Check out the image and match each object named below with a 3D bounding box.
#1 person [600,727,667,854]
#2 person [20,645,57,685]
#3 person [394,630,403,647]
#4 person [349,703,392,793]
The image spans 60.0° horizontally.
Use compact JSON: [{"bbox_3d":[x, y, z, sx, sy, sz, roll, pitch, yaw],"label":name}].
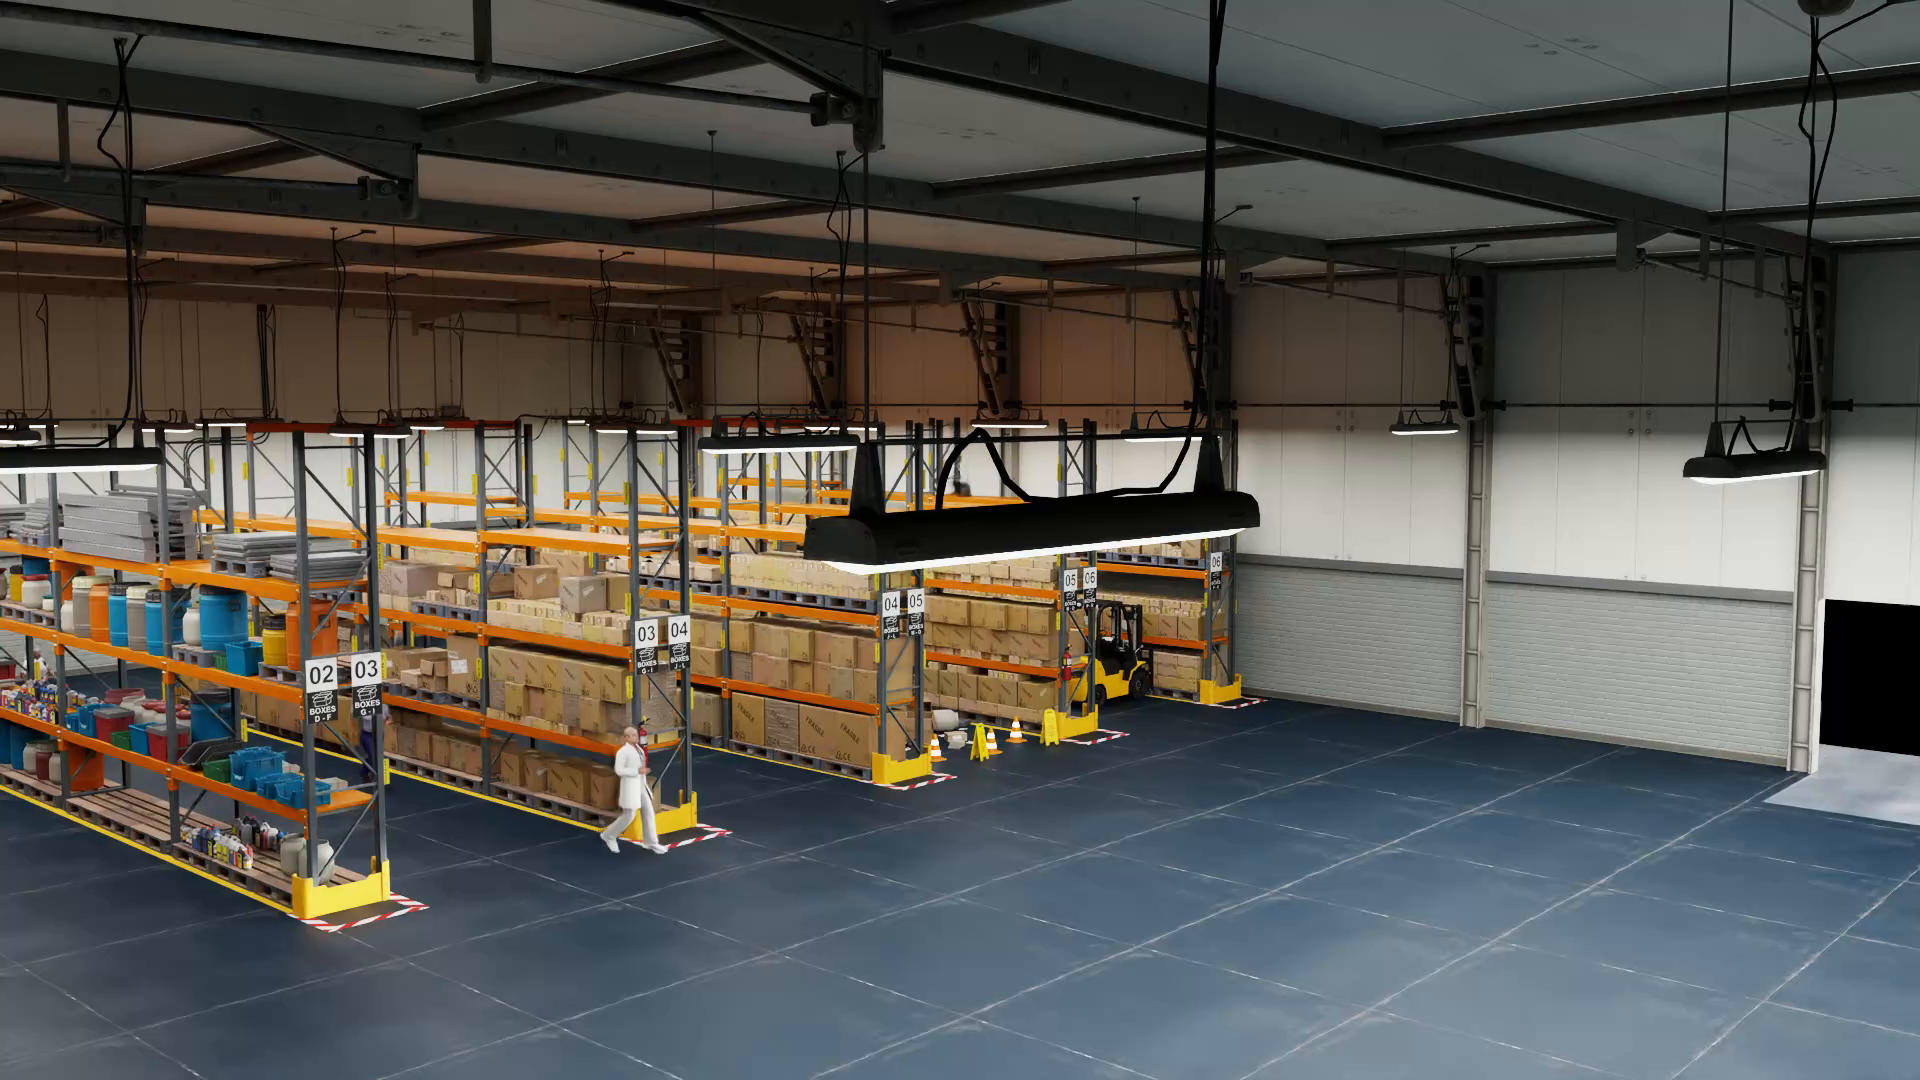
[{"bbox_3d":[-4.611,3.520,23.361,0.949,1.802,0.728,1,5,14],"label":"person"},{"bbox_3d":[-18.131,2.870,32.616,0.600,1.671,0.682,2,5,22],"label":"person"},{"bbox_3d":[-13.523,2.261,40.045,0.619,1.607,0.671,-2,5,-20],"label":"person"},{"bbox_3d":[-9.677,3.290,27.364,0.879,1.694,0.627,4,6,43],"label":"person"}]
